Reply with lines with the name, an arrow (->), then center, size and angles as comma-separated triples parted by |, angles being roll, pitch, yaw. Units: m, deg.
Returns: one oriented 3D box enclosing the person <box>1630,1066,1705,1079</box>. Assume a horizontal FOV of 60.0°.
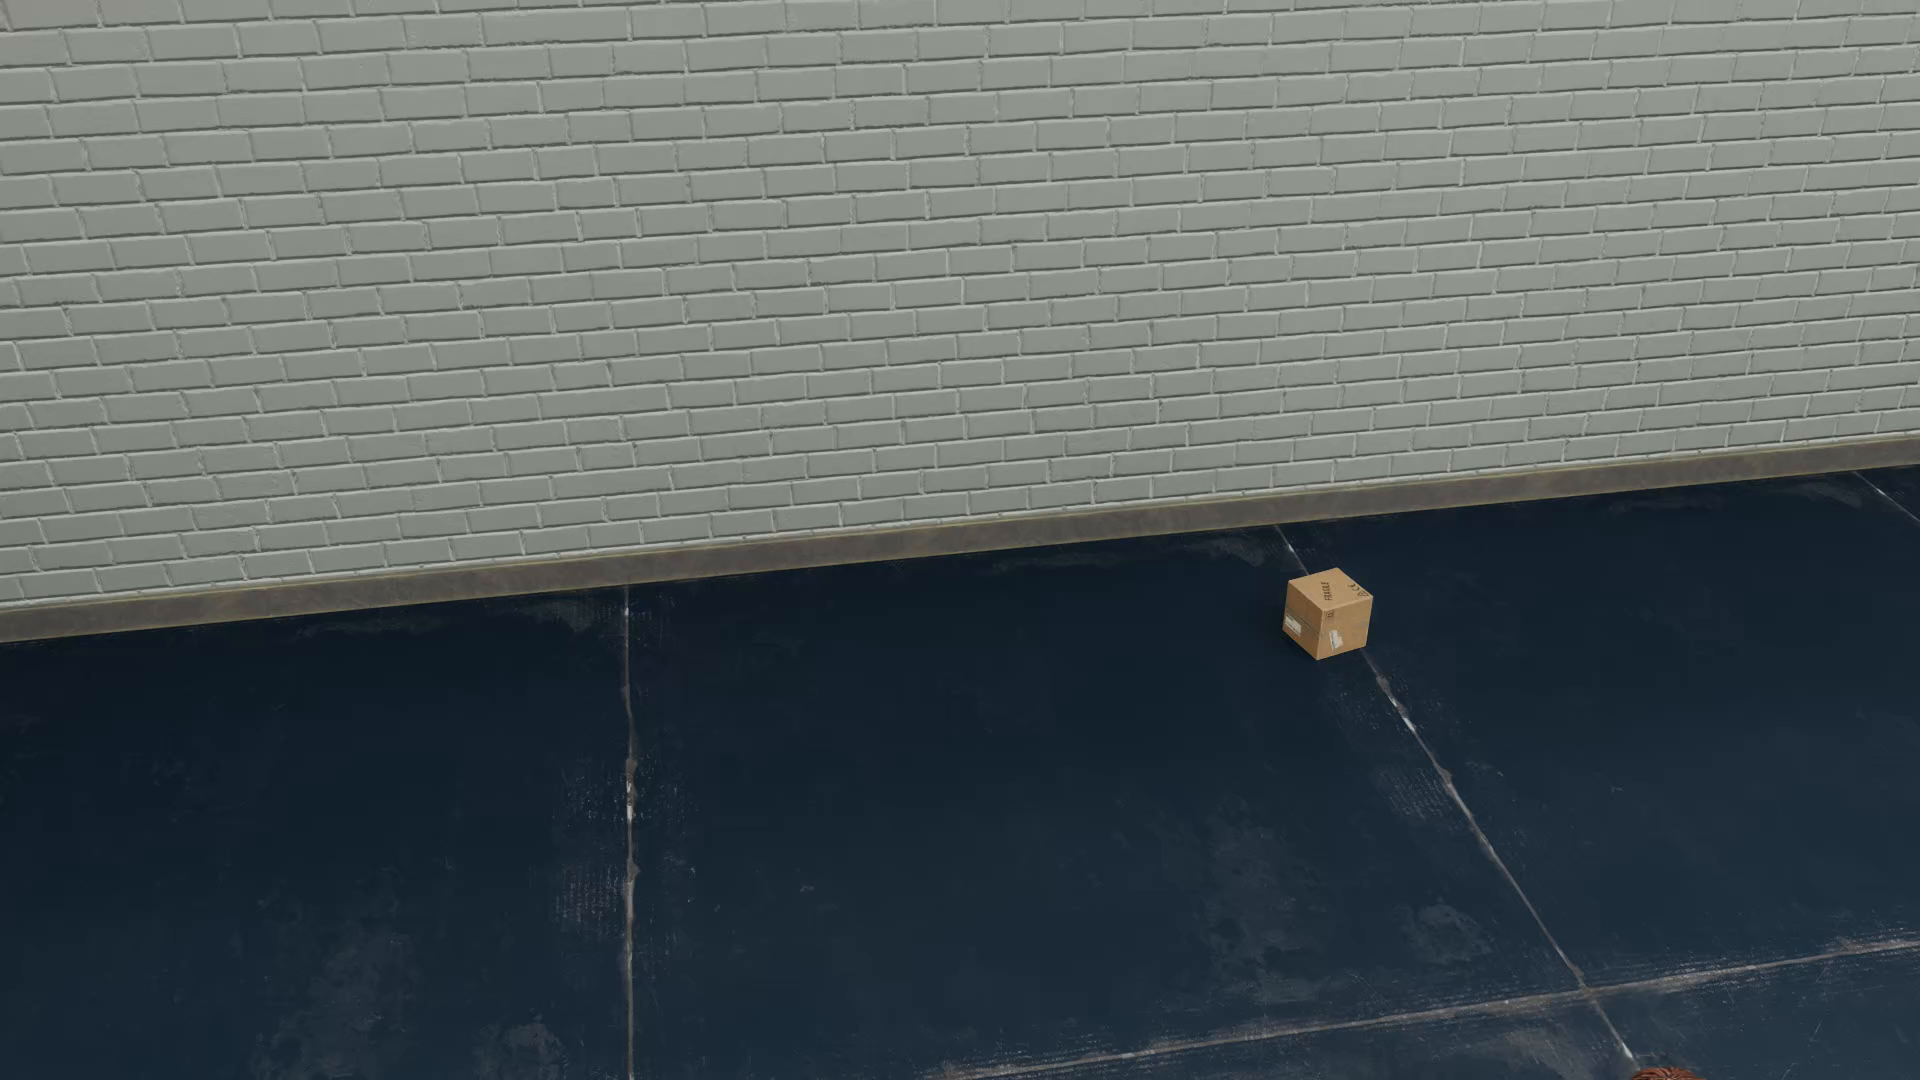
person -> 1.313, 1.710, 3.317 | 0.408, 1.576, 0.794 | -2, 31, -4
